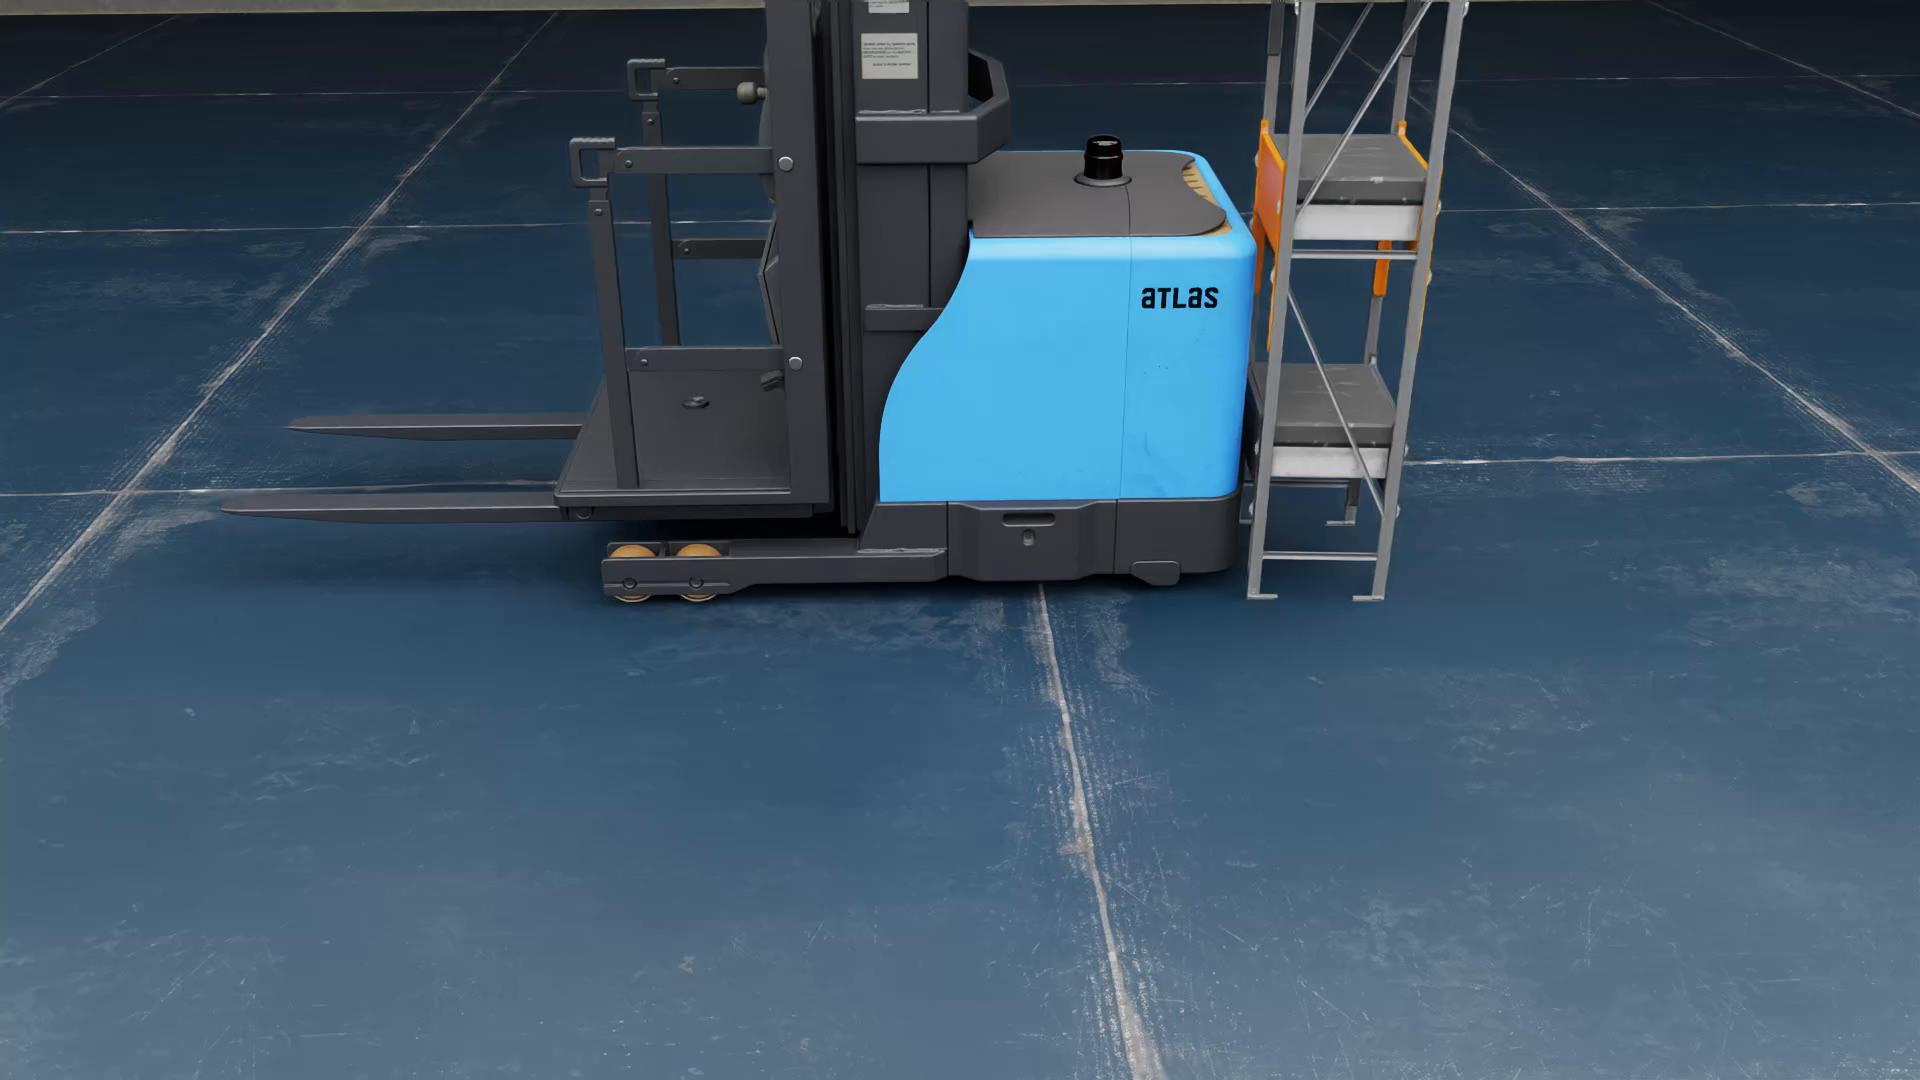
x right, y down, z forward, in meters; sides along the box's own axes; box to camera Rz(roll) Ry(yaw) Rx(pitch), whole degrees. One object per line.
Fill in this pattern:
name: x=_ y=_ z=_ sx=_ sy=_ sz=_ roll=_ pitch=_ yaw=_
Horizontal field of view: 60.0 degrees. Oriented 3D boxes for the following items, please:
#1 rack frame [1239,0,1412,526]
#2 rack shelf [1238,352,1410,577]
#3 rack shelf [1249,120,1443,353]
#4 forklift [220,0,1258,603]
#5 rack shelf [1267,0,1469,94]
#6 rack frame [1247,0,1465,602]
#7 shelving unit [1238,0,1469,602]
rack frame: x=1.066 y=-0.981 z=4.861 sx=0.400 sy=2.100 sz=0.015 roll=1 pitch=28 yaw=2
rack shelf: x=1.057 y=-0.236 z=4.974 sx=0.431 sy=0.518 sz=0.480 roll=1 pitch=28 yaw=2
rack shelf: x=1.057 y=-0.856 z=4.651 sx=0.431 sy=0.518 sz=0.480 roll=1 pitch=28 yaw=2
forklift: x=-0.697 y=-1.364 z=4.696 sx=3.031 sy=2.935 sz=1.130 roll=-1 pitch=28 yaw=-1
rack shelf: x=1.057 y=-1.477 z=4.327 sx=0.431 sy=0.518 sz=0.480 roll=1 pitch=28 yaw=2
rack frame: x=1.048 y=-0.756 z=4.428 sx=0.400 sy=2.100 sz=0.015 roll=1 pitch=28 yaw=2
shelving unit: x=1.057 y=-0.868 z=4.644 sx=0.431 sy=2.100 sz=0.503 roll=1 pitch=28 yaw=2
